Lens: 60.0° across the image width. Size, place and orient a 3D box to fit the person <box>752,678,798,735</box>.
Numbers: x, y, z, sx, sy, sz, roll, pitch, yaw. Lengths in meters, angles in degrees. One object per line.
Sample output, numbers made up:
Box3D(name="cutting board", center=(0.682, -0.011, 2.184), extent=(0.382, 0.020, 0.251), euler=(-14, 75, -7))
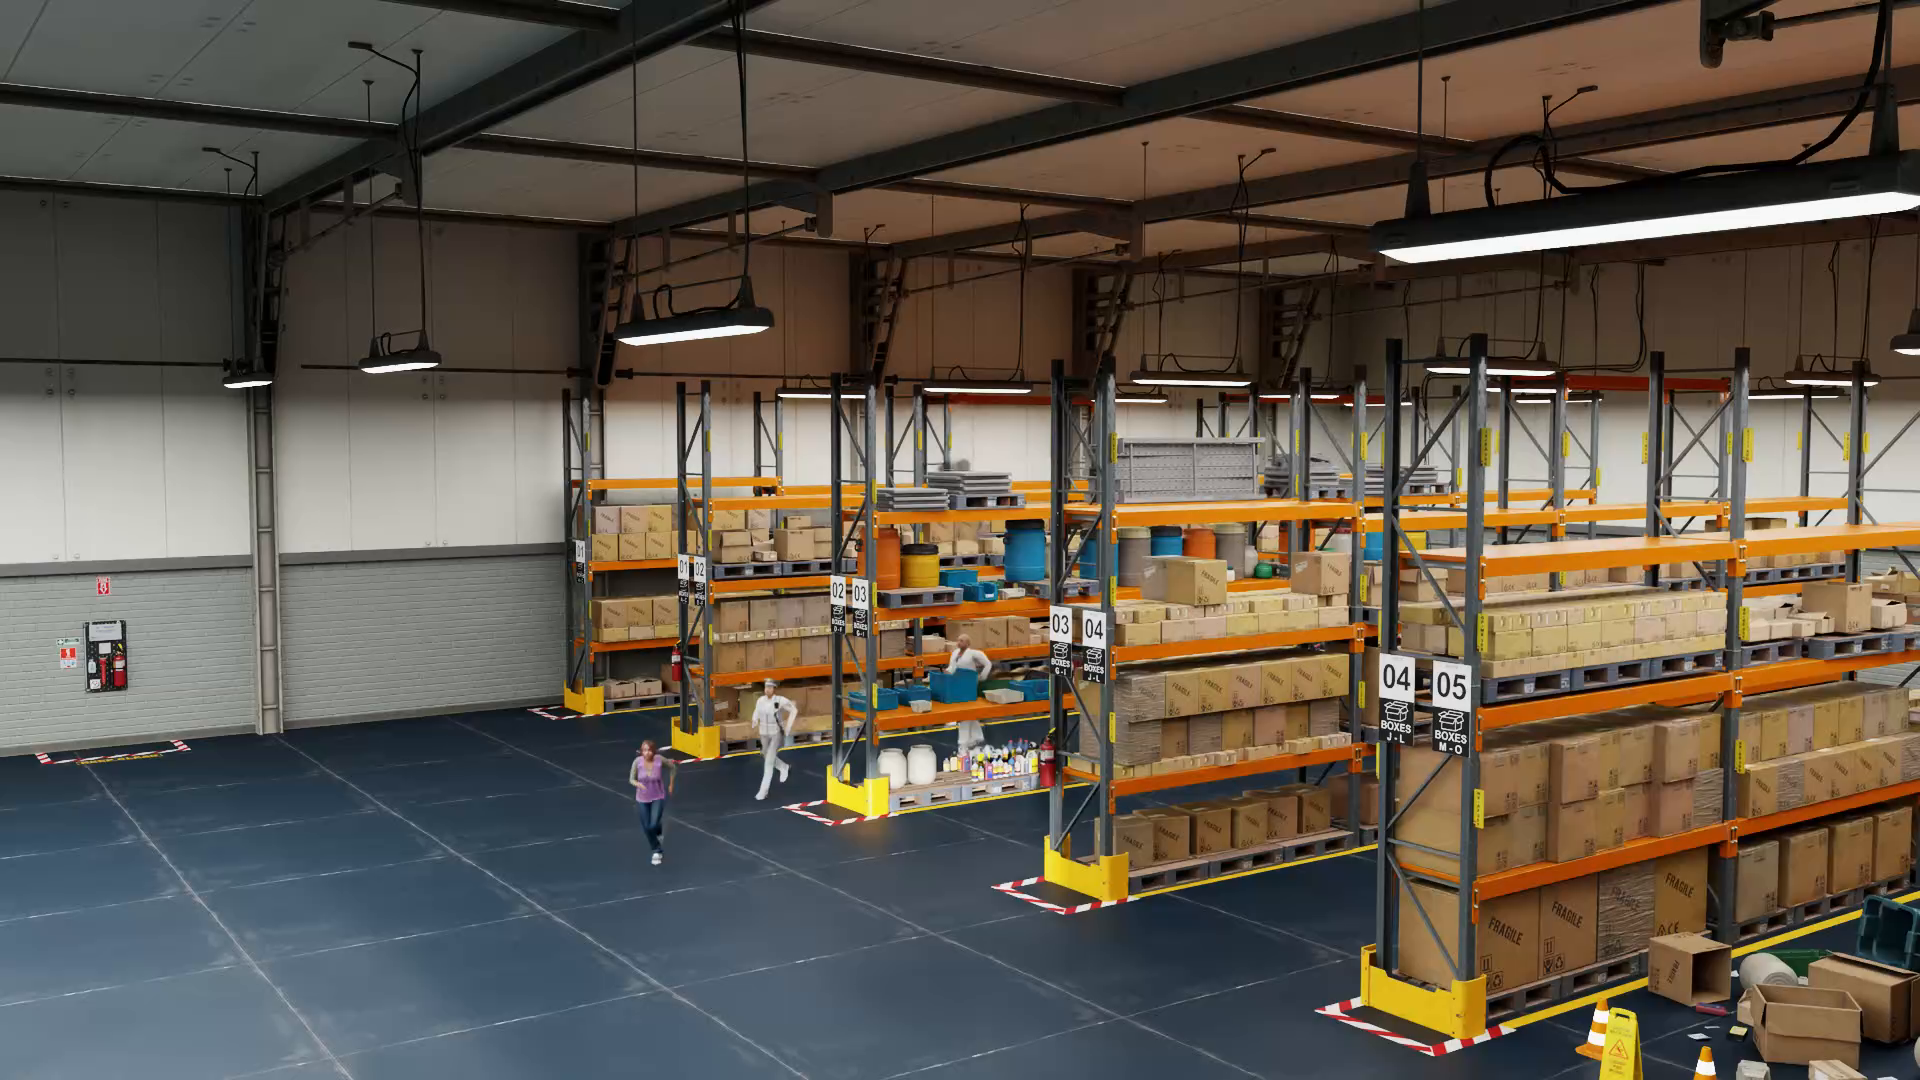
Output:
Box3D(name="person", center=(-2.679, 2.365, 23.769), extent=(0.632, 0.831, 0.418), euler=(1, 4, 20))

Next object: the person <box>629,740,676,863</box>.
Box3D(name="person", center=(-3.682, 3.129, 19.857), extent=(0.517, 1.531, 0.640), euler=(0, 4, 1))

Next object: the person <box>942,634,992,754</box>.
Box3D(name="person", center=(0.064, 2.389, 25.818), extent=(0.821, 1.884, 0.689), euler=(-3, 5, -38))
